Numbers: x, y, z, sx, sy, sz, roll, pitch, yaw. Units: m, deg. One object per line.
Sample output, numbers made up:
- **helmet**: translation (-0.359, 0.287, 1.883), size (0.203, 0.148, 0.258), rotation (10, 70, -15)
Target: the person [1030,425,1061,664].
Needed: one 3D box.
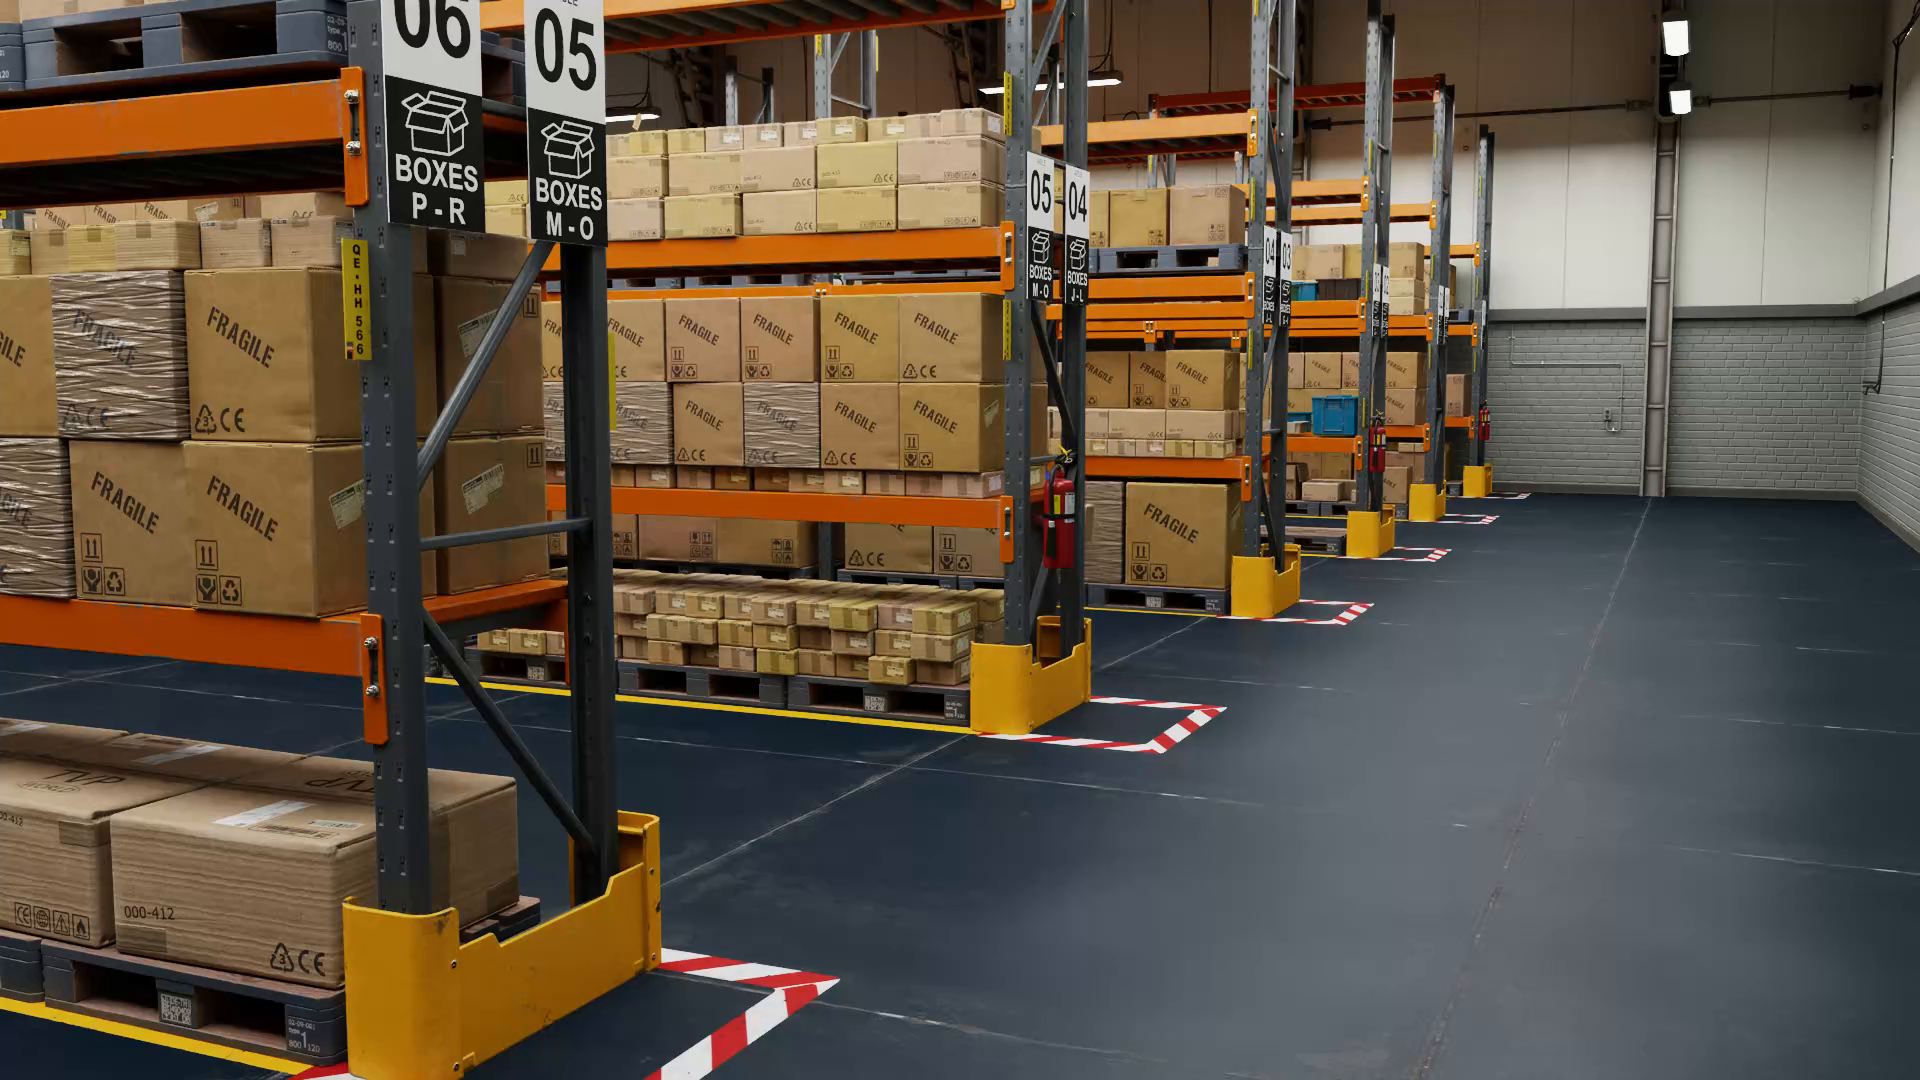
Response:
- **person**: translation (0.551, 0.038, 11.419), size (0.401, 1.654, 0.532), rotation (2, 6, 20)
